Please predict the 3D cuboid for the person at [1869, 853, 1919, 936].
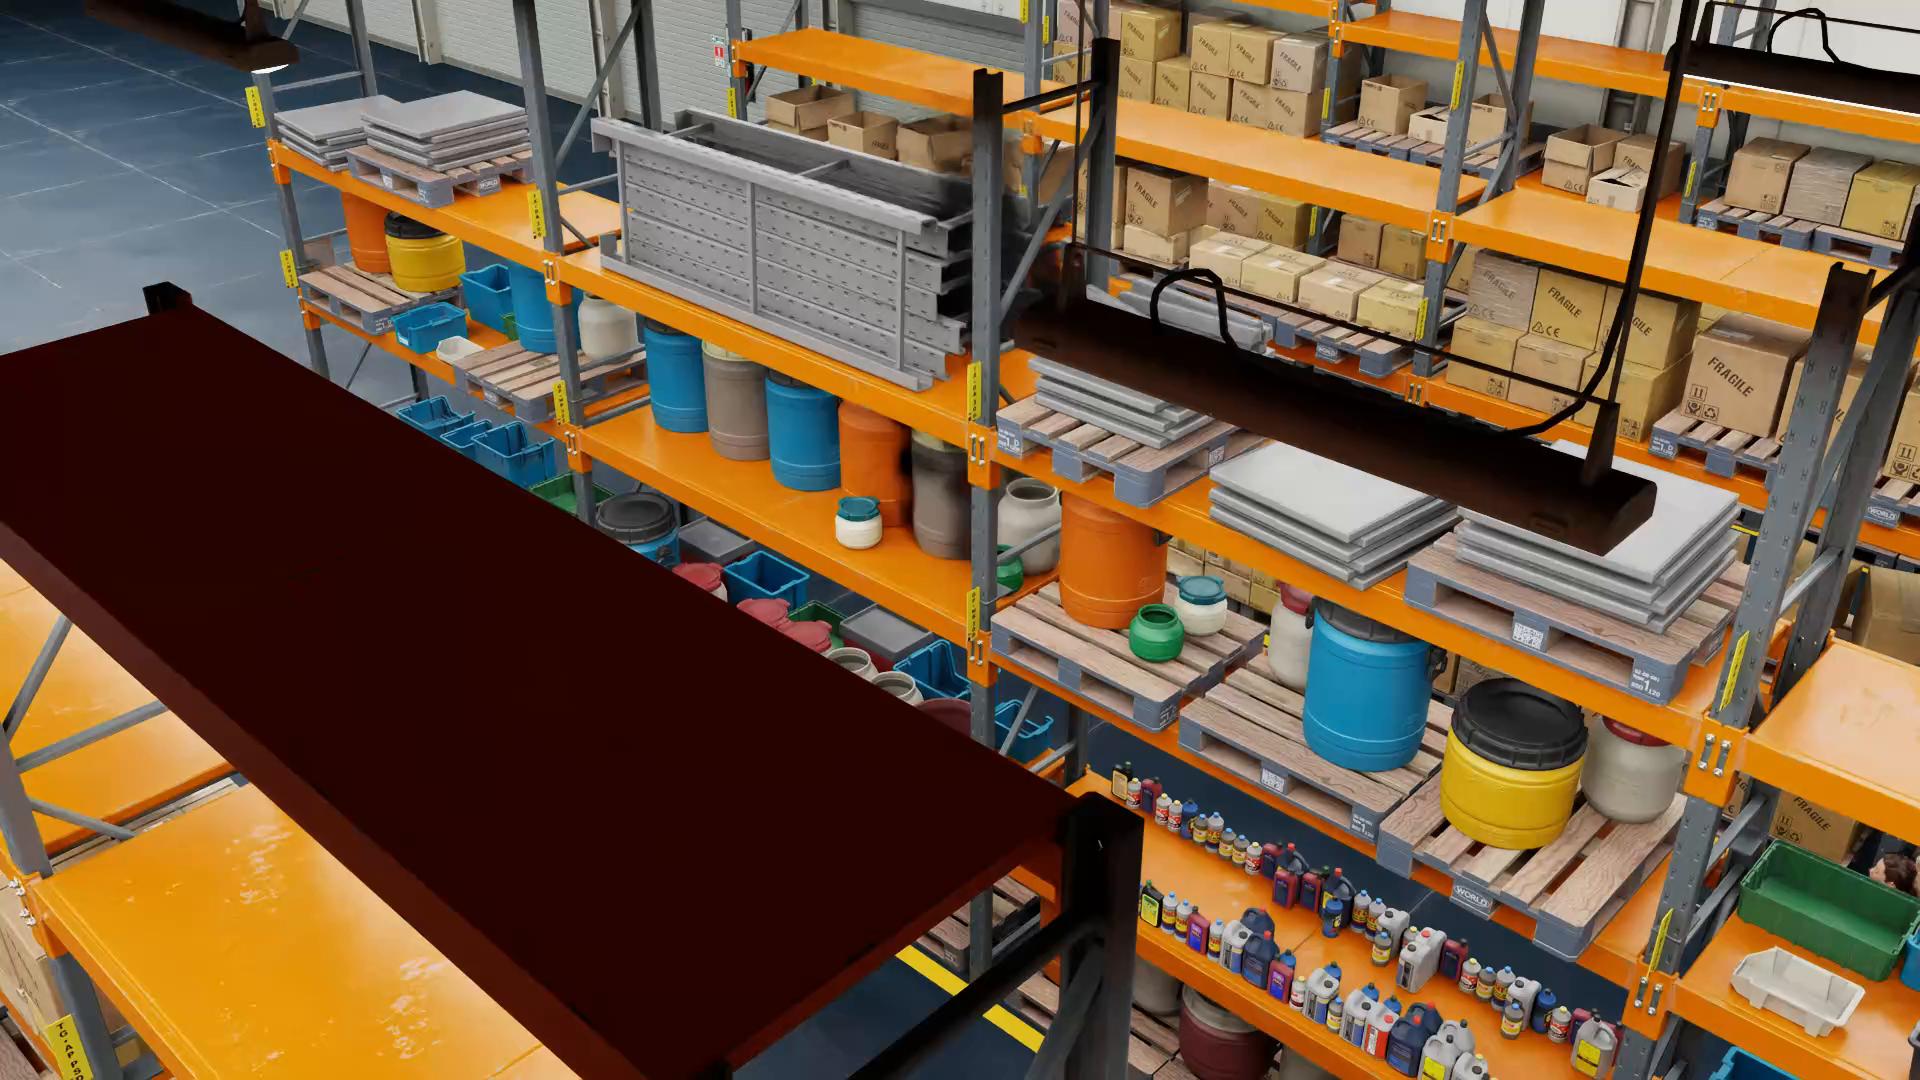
[{"bbox_3d":[5.458,2.594,9.958,0.782,1.719,0.513,21,35,32],"label":"person"}]
